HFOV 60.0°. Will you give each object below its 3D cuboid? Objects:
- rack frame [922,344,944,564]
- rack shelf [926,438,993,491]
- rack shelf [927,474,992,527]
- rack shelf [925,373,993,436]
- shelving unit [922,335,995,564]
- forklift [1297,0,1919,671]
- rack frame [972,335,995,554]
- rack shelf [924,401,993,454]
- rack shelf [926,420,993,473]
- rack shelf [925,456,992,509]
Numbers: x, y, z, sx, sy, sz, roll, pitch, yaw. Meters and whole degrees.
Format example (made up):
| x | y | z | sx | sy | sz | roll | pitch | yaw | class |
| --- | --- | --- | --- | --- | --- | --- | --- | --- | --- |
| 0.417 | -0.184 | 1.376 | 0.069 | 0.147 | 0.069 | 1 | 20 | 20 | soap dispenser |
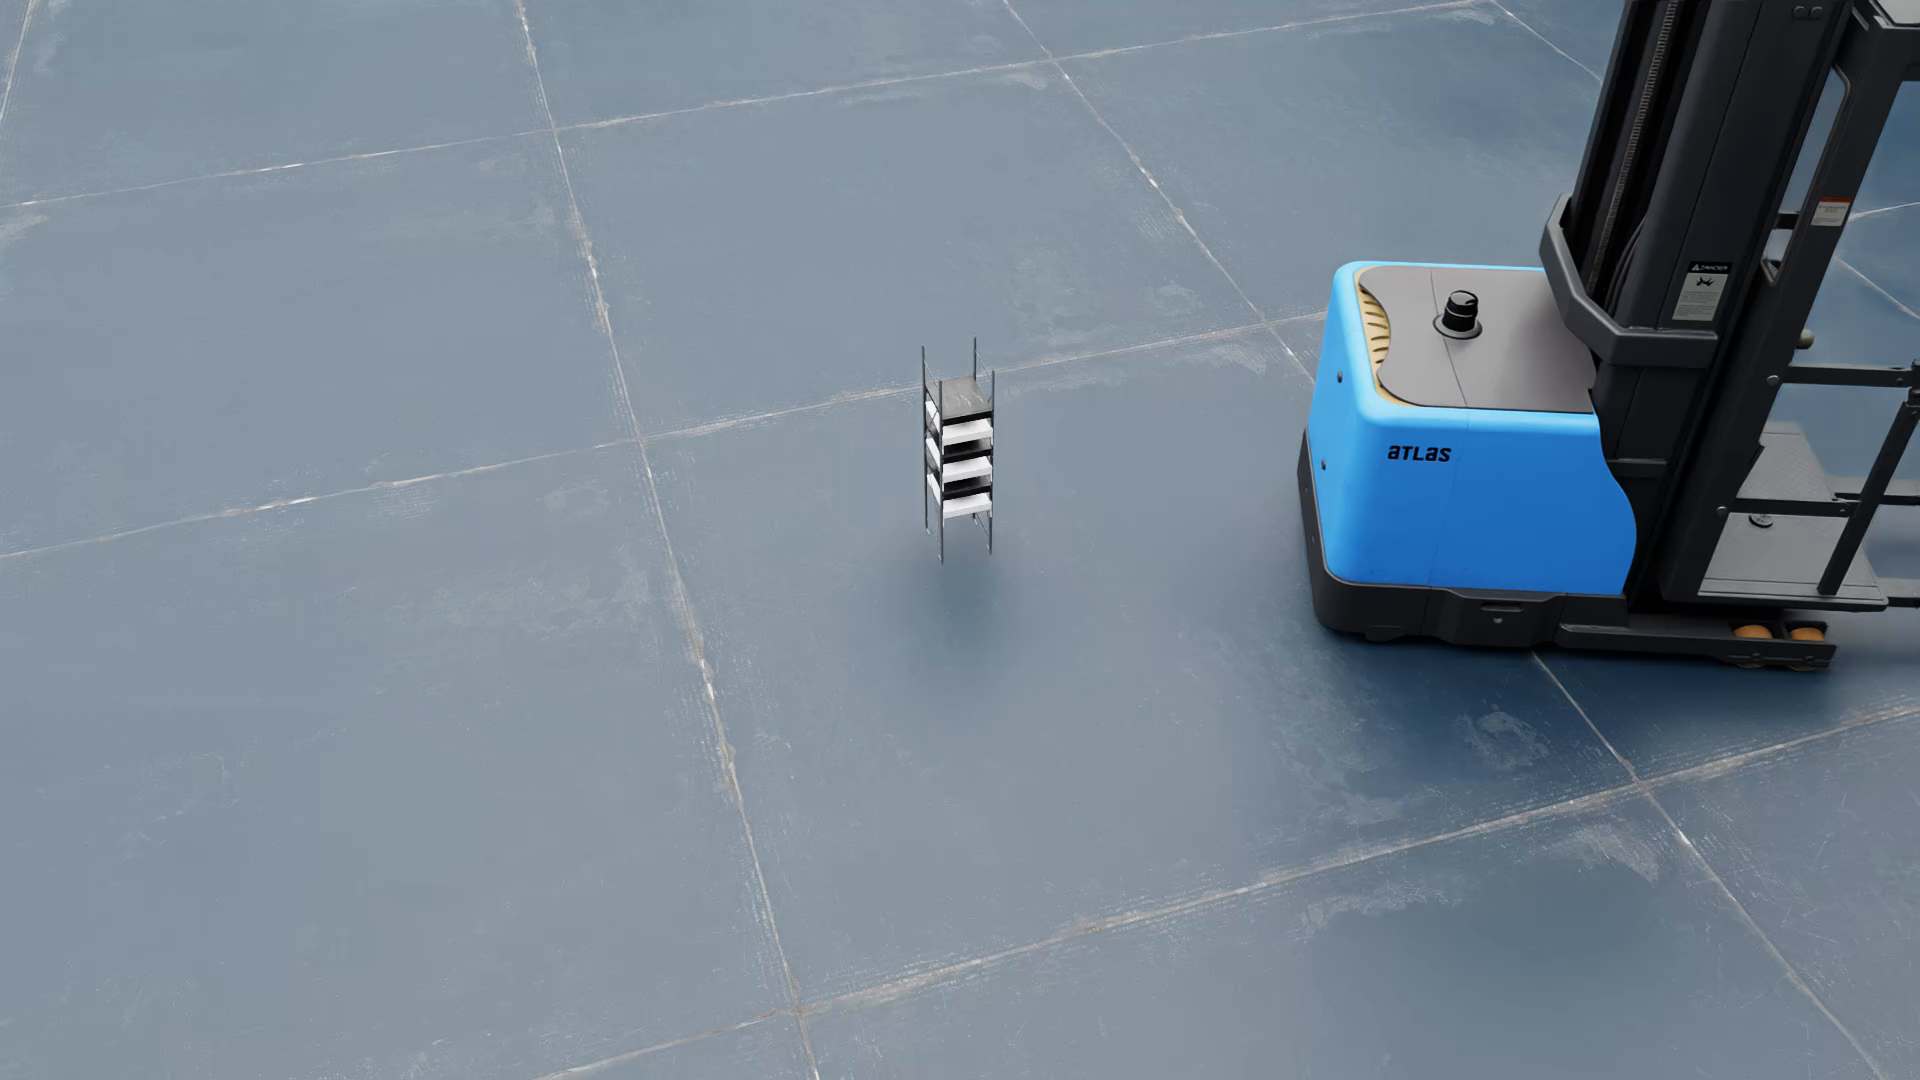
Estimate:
| x | y | z | sx | sy | sz | roll | pitch | yaw | class |
| --- | --- | --- | --- | --- | --- | --- | --- | --- | --- |
| -0.105 | -0.317 | 6.429 | 0.006 | 0.900 | 0.240 | -12 | 42 | -13 | rack frame |
| -0.008 | -0.312 | 6.474 | 0.200 | 0.077 | 0.258 | -12 | 42 | -13 | rack shelf |
| -0.008 | -0.177 | 6.592 | 0.200 | 0.077 | 0.258 | -12 | 42 | -13 | rack shelf |
| -0.008 | -0.516 | 6.296 | 0.200 | 0.077 | 0.258 | -12 | 42 | -13 | rack shelf |
| -0.008 | -0.337 | 6.452 | 0.210 | 0.900 | 0.258 | -12 | 42 | -13 | shelving unit |
| 2.891 | -0.982 | 5.646 | 3.031 | 2.935 | 1.130 | 3 | 41 | 3 | forklift |
| 0.089 | -0.357 | 6.475 | 0.006 | 0.900 | 0.240 | -12 | 42 | -13 | rack frame |
| -0.008 | -0.448 | 6.356 | 0.200 | 0.077 | 0.258 | -12 | 42 | -13 | rack shelf |
| -0.008 | -0.380 | 6.415 | 0.200 | 0.077 | 0.258 | -12 | 42 | -13 | rack shelf |
| -0.008 | -0.244 | 6.533 | 0.200 | 0.077 | 0.258 | -12 | 42 | -13 | rack shelf |
